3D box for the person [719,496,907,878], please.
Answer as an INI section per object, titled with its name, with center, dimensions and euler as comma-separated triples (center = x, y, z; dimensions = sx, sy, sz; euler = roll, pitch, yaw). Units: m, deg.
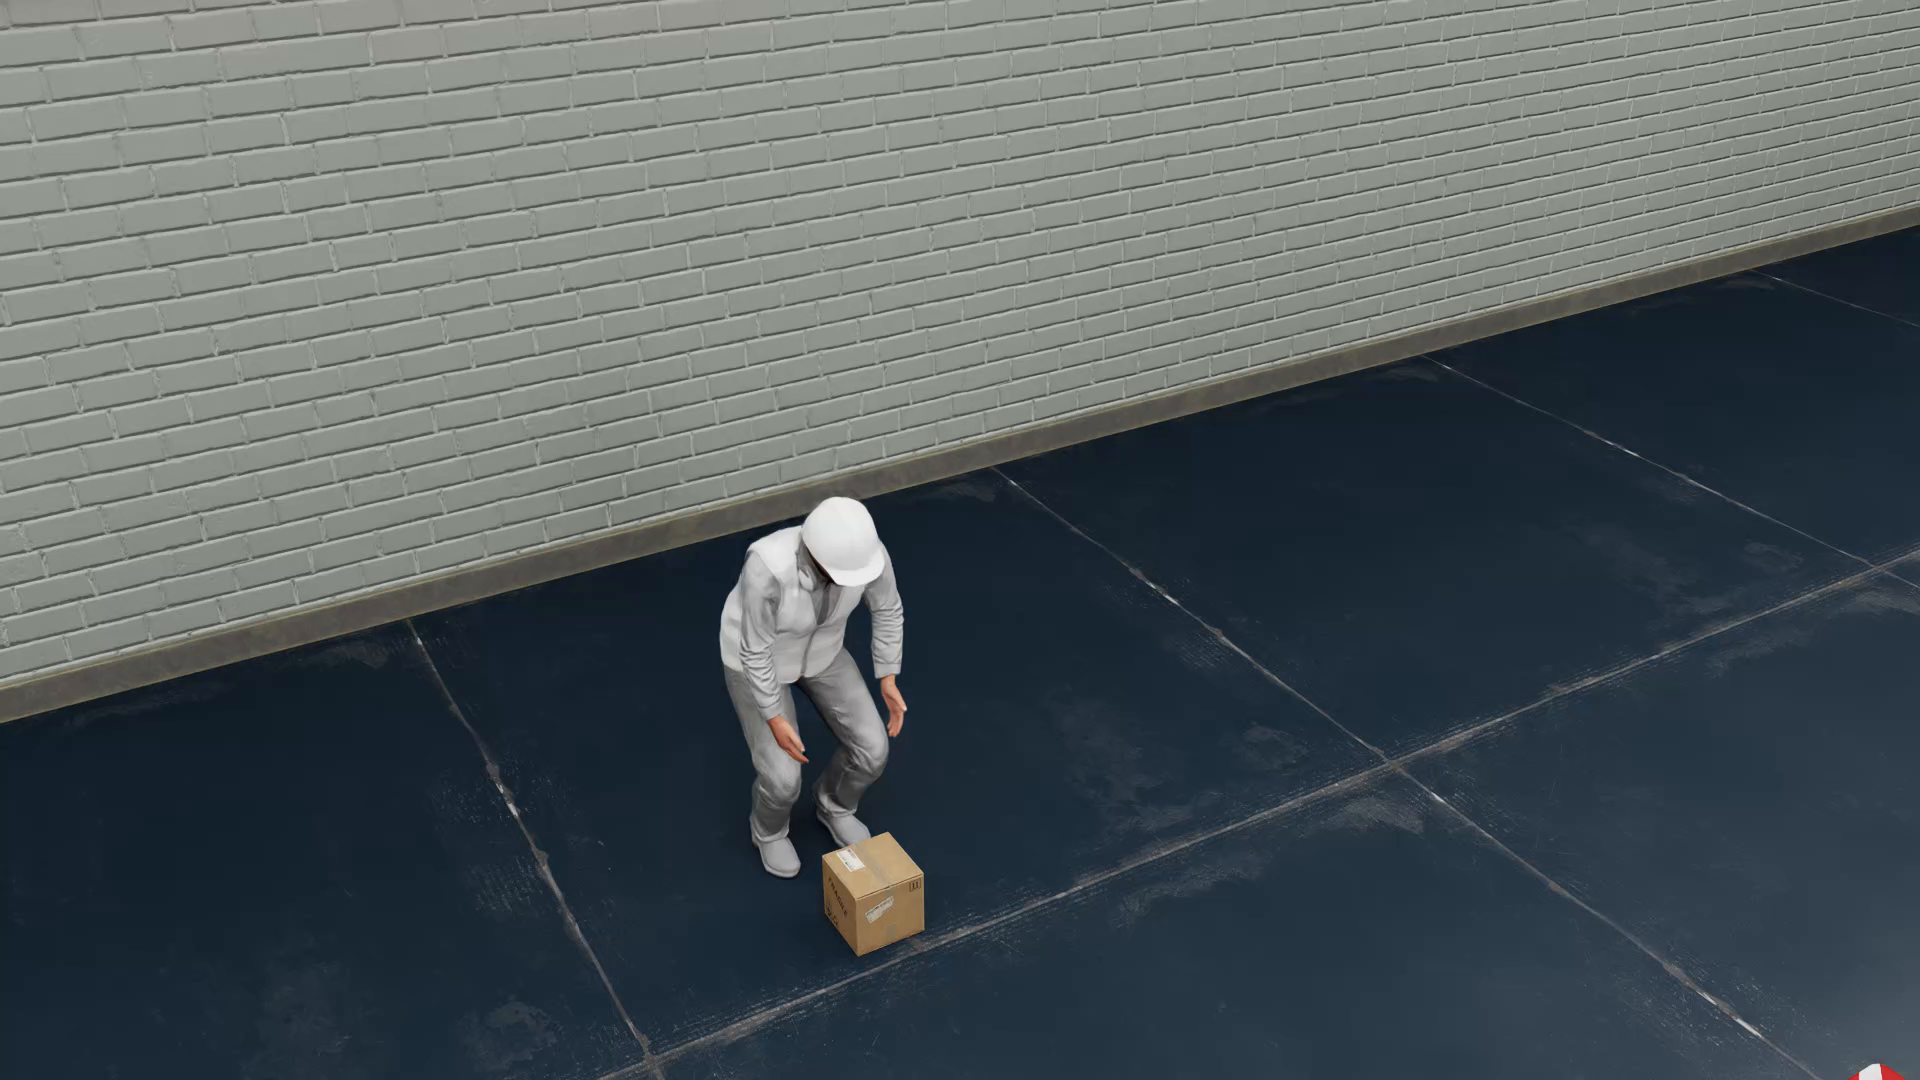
[person]
center = -0.481, 0.443, 5.577
dimensions = 0.590, 1.506, 0.714
euler = -16, 32, -26
